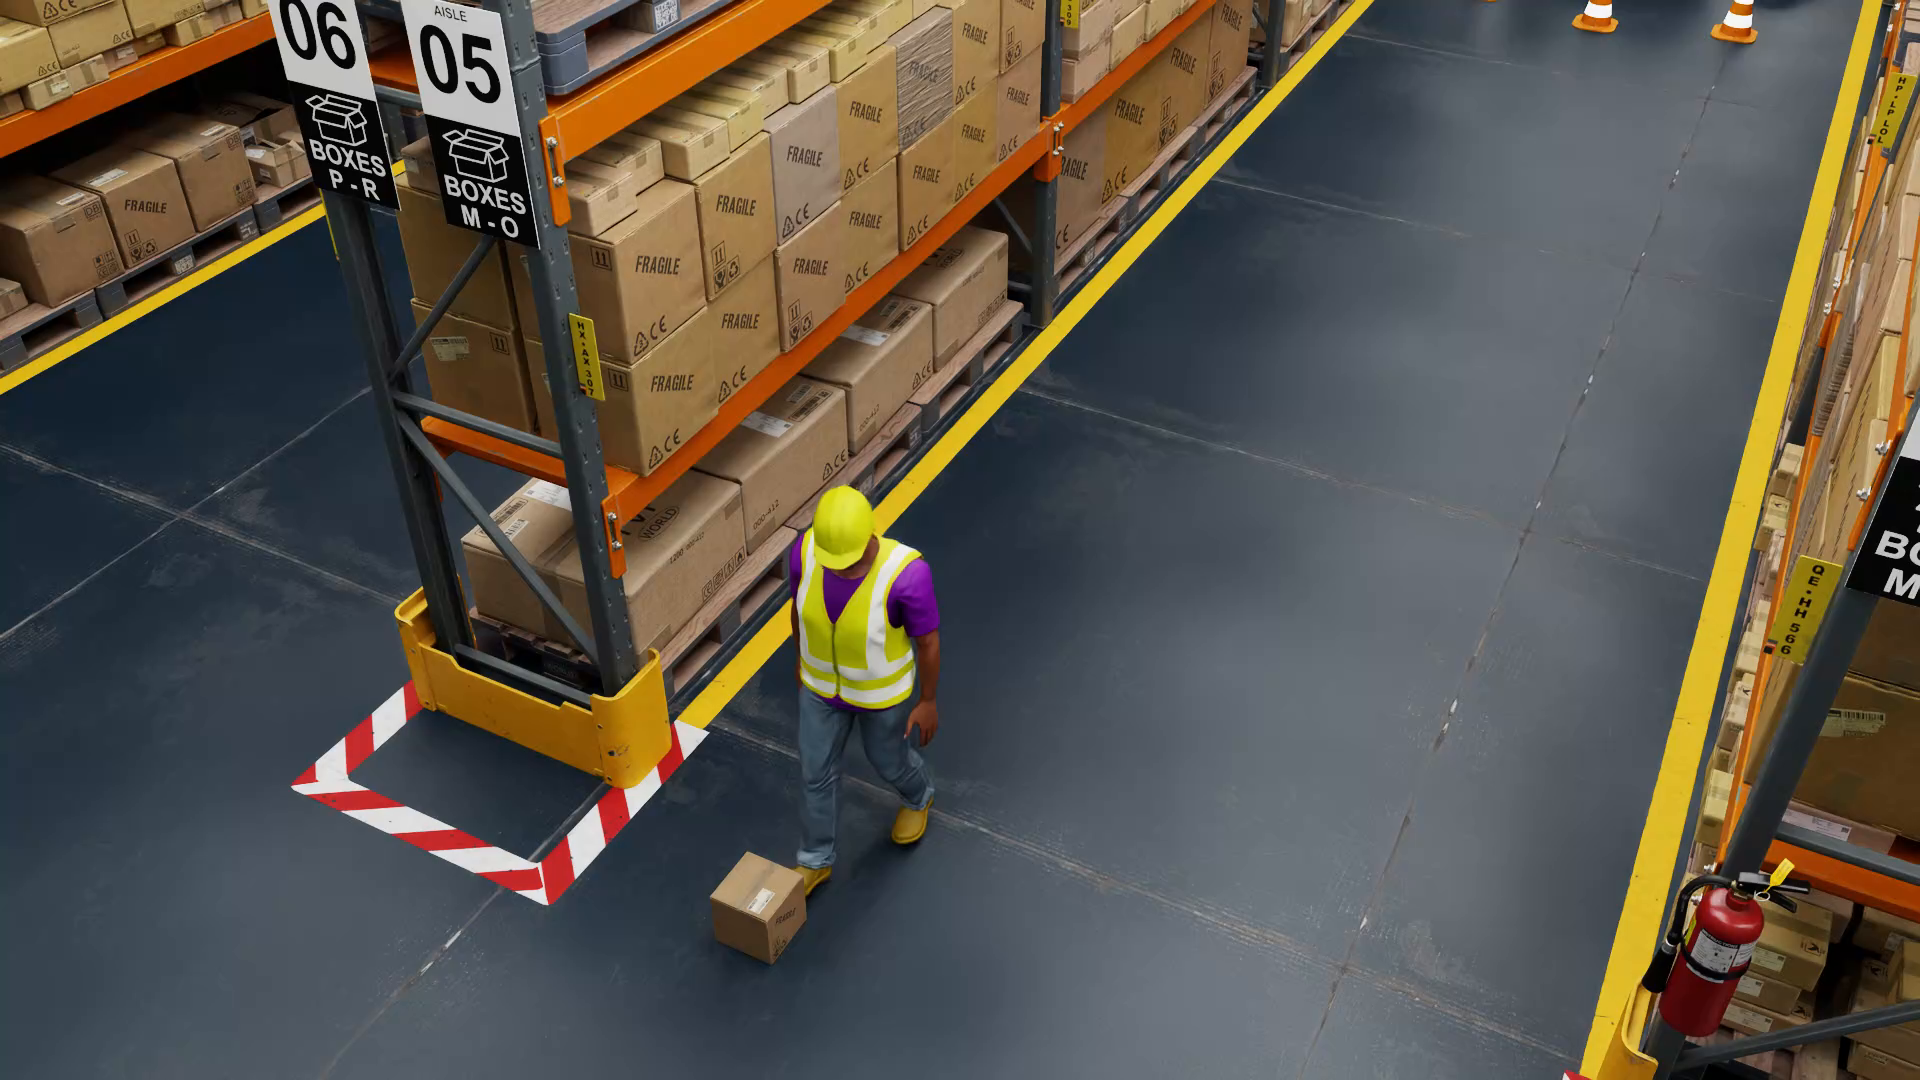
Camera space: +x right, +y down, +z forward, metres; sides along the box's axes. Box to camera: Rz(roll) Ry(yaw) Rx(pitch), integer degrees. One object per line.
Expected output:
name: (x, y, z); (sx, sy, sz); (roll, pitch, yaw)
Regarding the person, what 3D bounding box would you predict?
person: (-0.385, 0.558, 6.004); (0.618, 1.746, 0.777); (15, 40, 19)
